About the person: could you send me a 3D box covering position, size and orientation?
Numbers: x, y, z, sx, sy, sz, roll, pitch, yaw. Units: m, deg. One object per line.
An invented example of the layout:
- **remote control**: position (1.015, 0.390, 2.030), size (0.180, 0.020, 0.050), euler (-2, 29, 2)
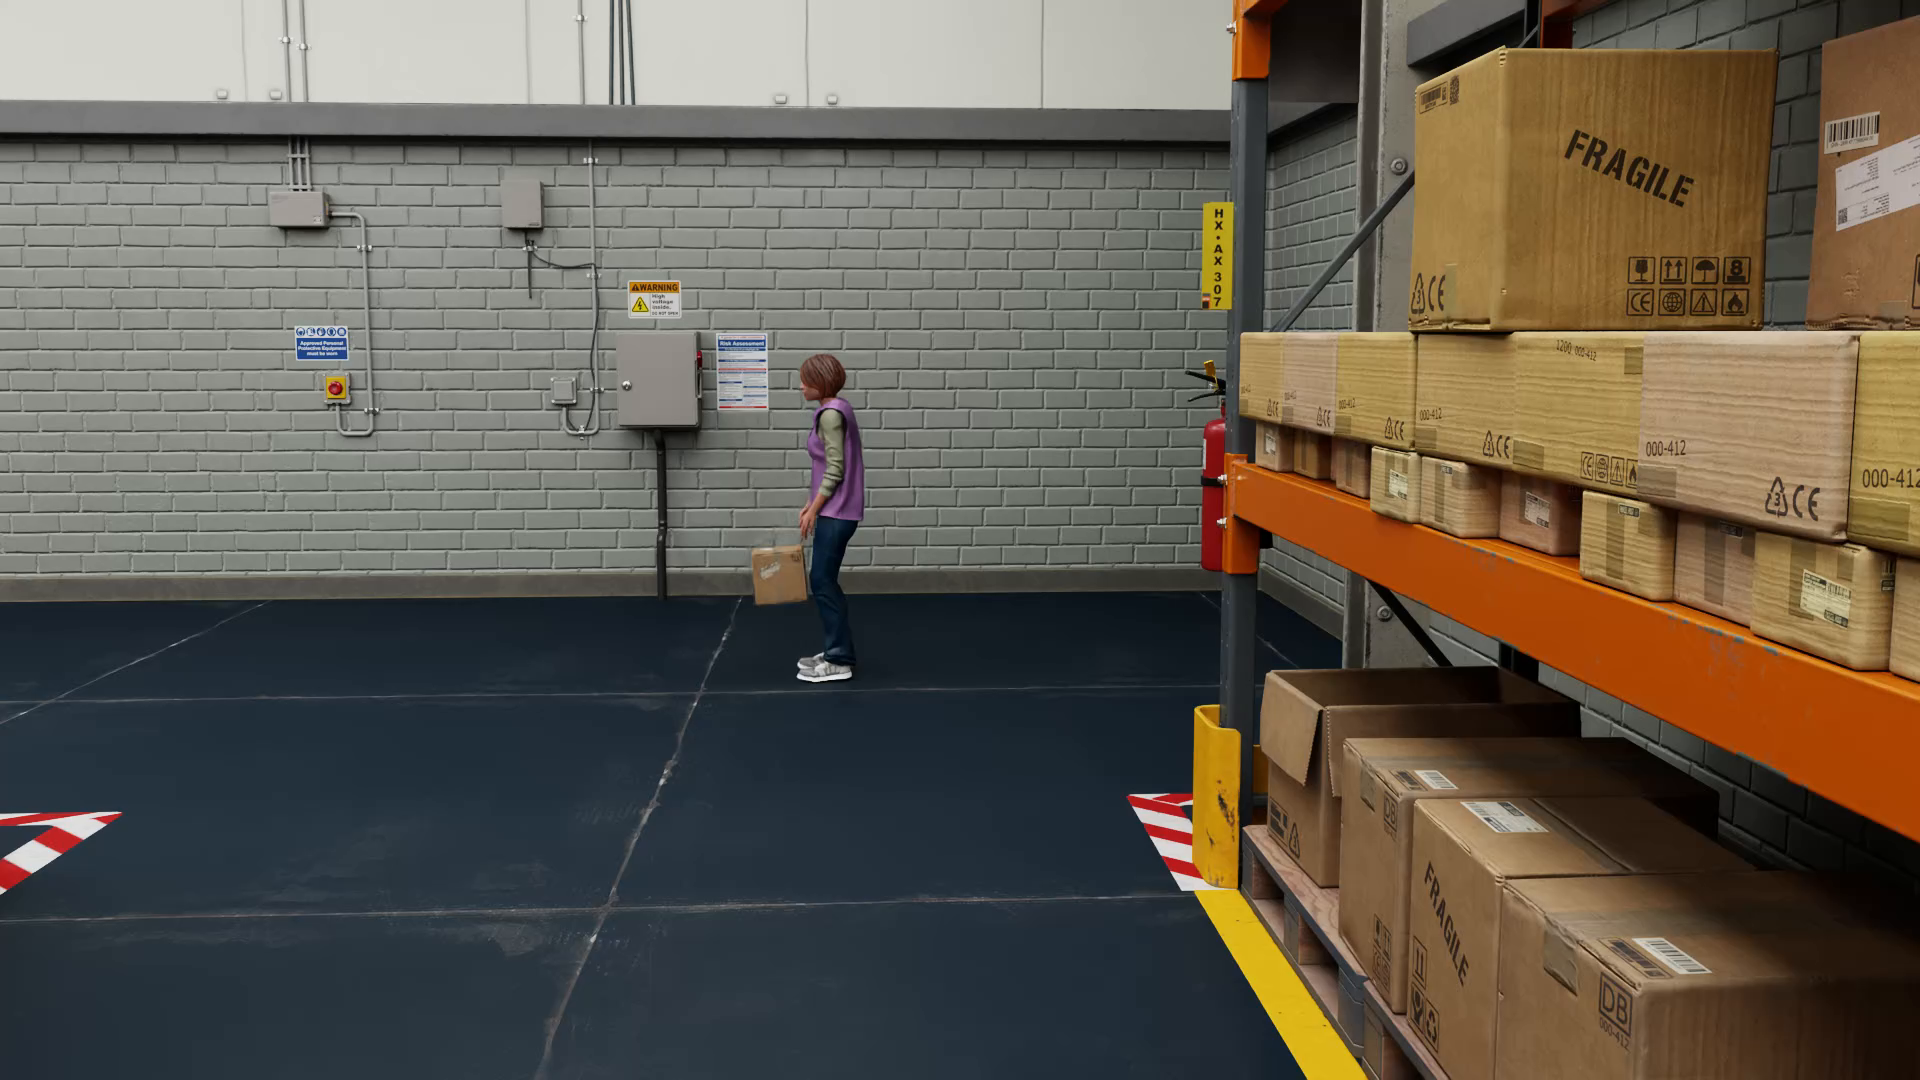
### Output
- **person**: position (-0.641, -0.112, 8.183), size (0.339, 1.599, 0.450), euler (-1, 7, -5)
